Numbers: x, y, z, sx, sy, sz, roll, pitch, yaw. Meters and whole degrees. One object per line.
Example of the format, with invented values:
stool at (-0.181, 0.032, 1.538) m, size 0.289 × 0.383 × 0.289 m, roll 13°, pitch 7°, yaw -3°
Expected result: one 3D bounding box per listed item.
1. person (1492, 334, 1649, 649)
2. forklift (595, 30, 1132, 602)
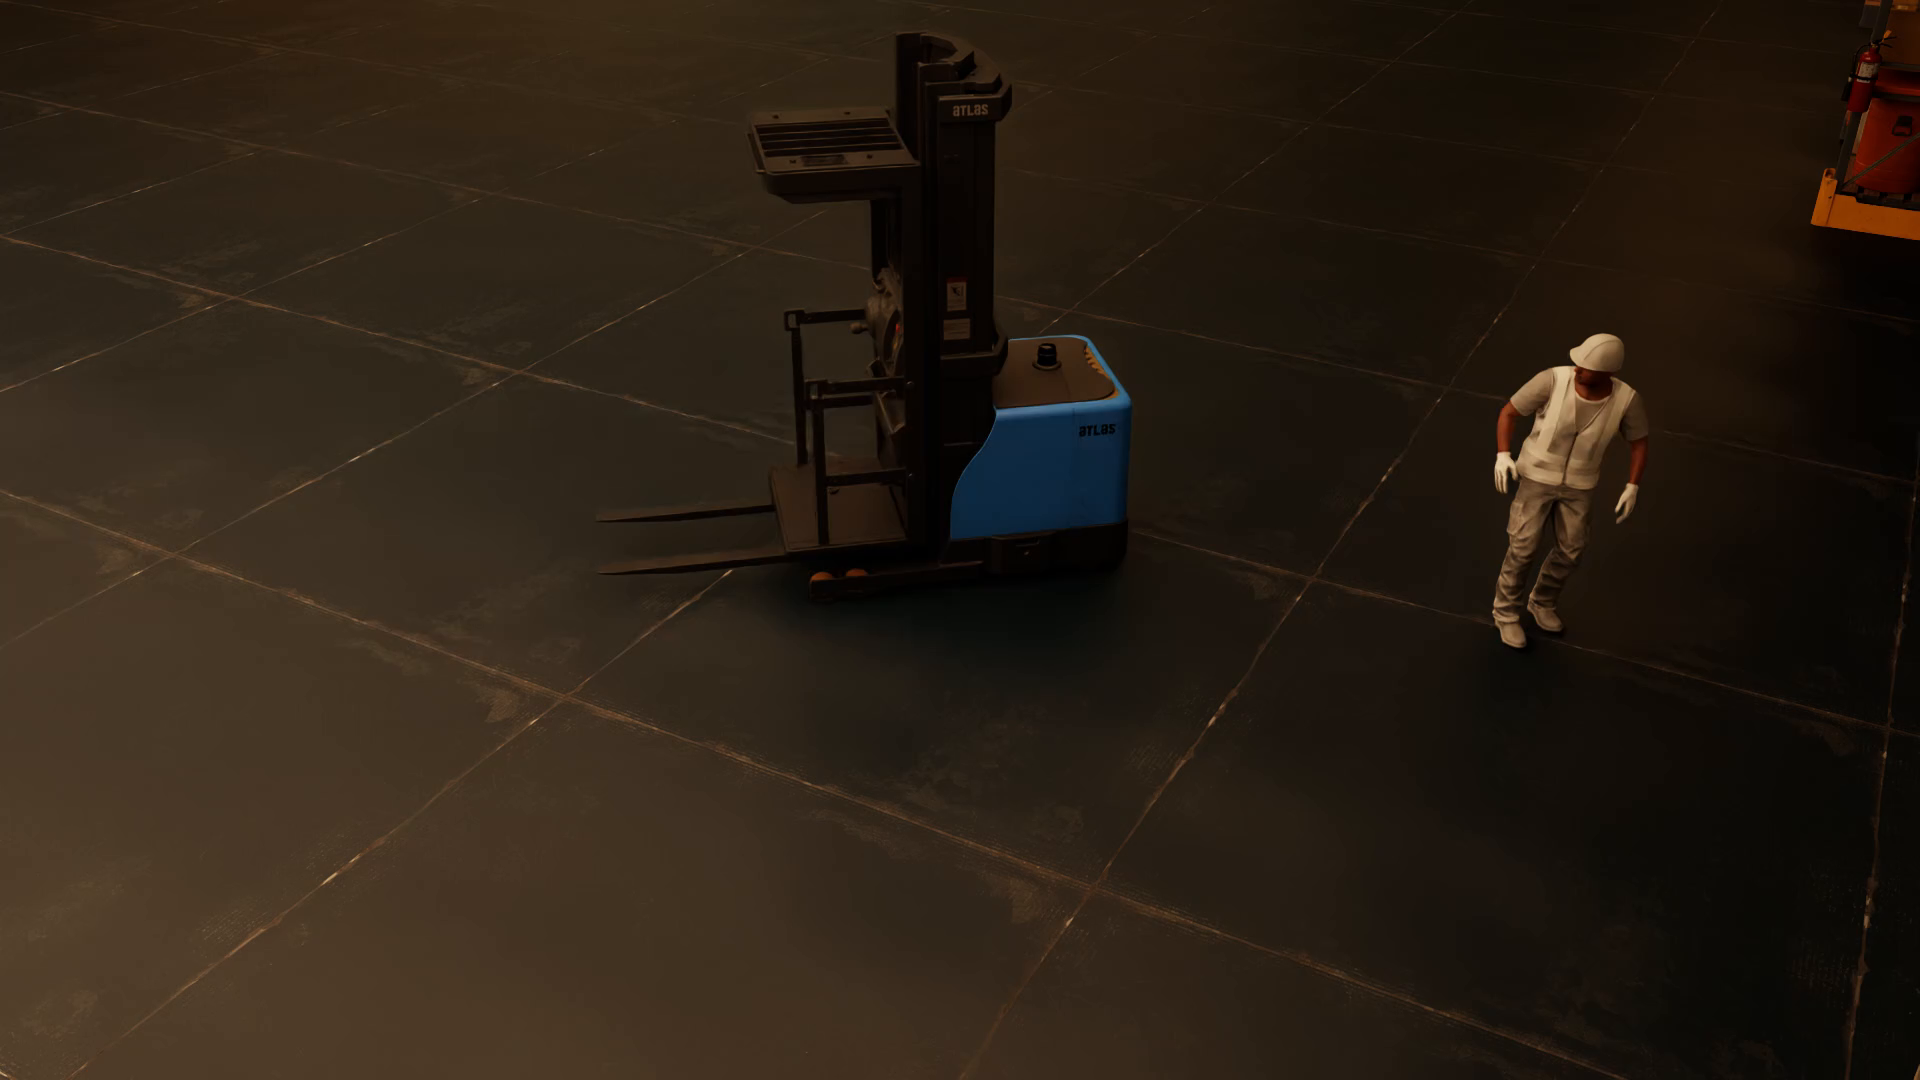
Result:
person at (3.185, -0.270, 8.719) m, size 0.770 × 1.752 × 0.513 m, roll 3°, pitch 30°, yaw 5°
forklift at (-0.598, -1.206, 9.161) m, size 3.031 × 2.935 × 1.130 m, roll -6°, pitch 30°, yaw -10°
